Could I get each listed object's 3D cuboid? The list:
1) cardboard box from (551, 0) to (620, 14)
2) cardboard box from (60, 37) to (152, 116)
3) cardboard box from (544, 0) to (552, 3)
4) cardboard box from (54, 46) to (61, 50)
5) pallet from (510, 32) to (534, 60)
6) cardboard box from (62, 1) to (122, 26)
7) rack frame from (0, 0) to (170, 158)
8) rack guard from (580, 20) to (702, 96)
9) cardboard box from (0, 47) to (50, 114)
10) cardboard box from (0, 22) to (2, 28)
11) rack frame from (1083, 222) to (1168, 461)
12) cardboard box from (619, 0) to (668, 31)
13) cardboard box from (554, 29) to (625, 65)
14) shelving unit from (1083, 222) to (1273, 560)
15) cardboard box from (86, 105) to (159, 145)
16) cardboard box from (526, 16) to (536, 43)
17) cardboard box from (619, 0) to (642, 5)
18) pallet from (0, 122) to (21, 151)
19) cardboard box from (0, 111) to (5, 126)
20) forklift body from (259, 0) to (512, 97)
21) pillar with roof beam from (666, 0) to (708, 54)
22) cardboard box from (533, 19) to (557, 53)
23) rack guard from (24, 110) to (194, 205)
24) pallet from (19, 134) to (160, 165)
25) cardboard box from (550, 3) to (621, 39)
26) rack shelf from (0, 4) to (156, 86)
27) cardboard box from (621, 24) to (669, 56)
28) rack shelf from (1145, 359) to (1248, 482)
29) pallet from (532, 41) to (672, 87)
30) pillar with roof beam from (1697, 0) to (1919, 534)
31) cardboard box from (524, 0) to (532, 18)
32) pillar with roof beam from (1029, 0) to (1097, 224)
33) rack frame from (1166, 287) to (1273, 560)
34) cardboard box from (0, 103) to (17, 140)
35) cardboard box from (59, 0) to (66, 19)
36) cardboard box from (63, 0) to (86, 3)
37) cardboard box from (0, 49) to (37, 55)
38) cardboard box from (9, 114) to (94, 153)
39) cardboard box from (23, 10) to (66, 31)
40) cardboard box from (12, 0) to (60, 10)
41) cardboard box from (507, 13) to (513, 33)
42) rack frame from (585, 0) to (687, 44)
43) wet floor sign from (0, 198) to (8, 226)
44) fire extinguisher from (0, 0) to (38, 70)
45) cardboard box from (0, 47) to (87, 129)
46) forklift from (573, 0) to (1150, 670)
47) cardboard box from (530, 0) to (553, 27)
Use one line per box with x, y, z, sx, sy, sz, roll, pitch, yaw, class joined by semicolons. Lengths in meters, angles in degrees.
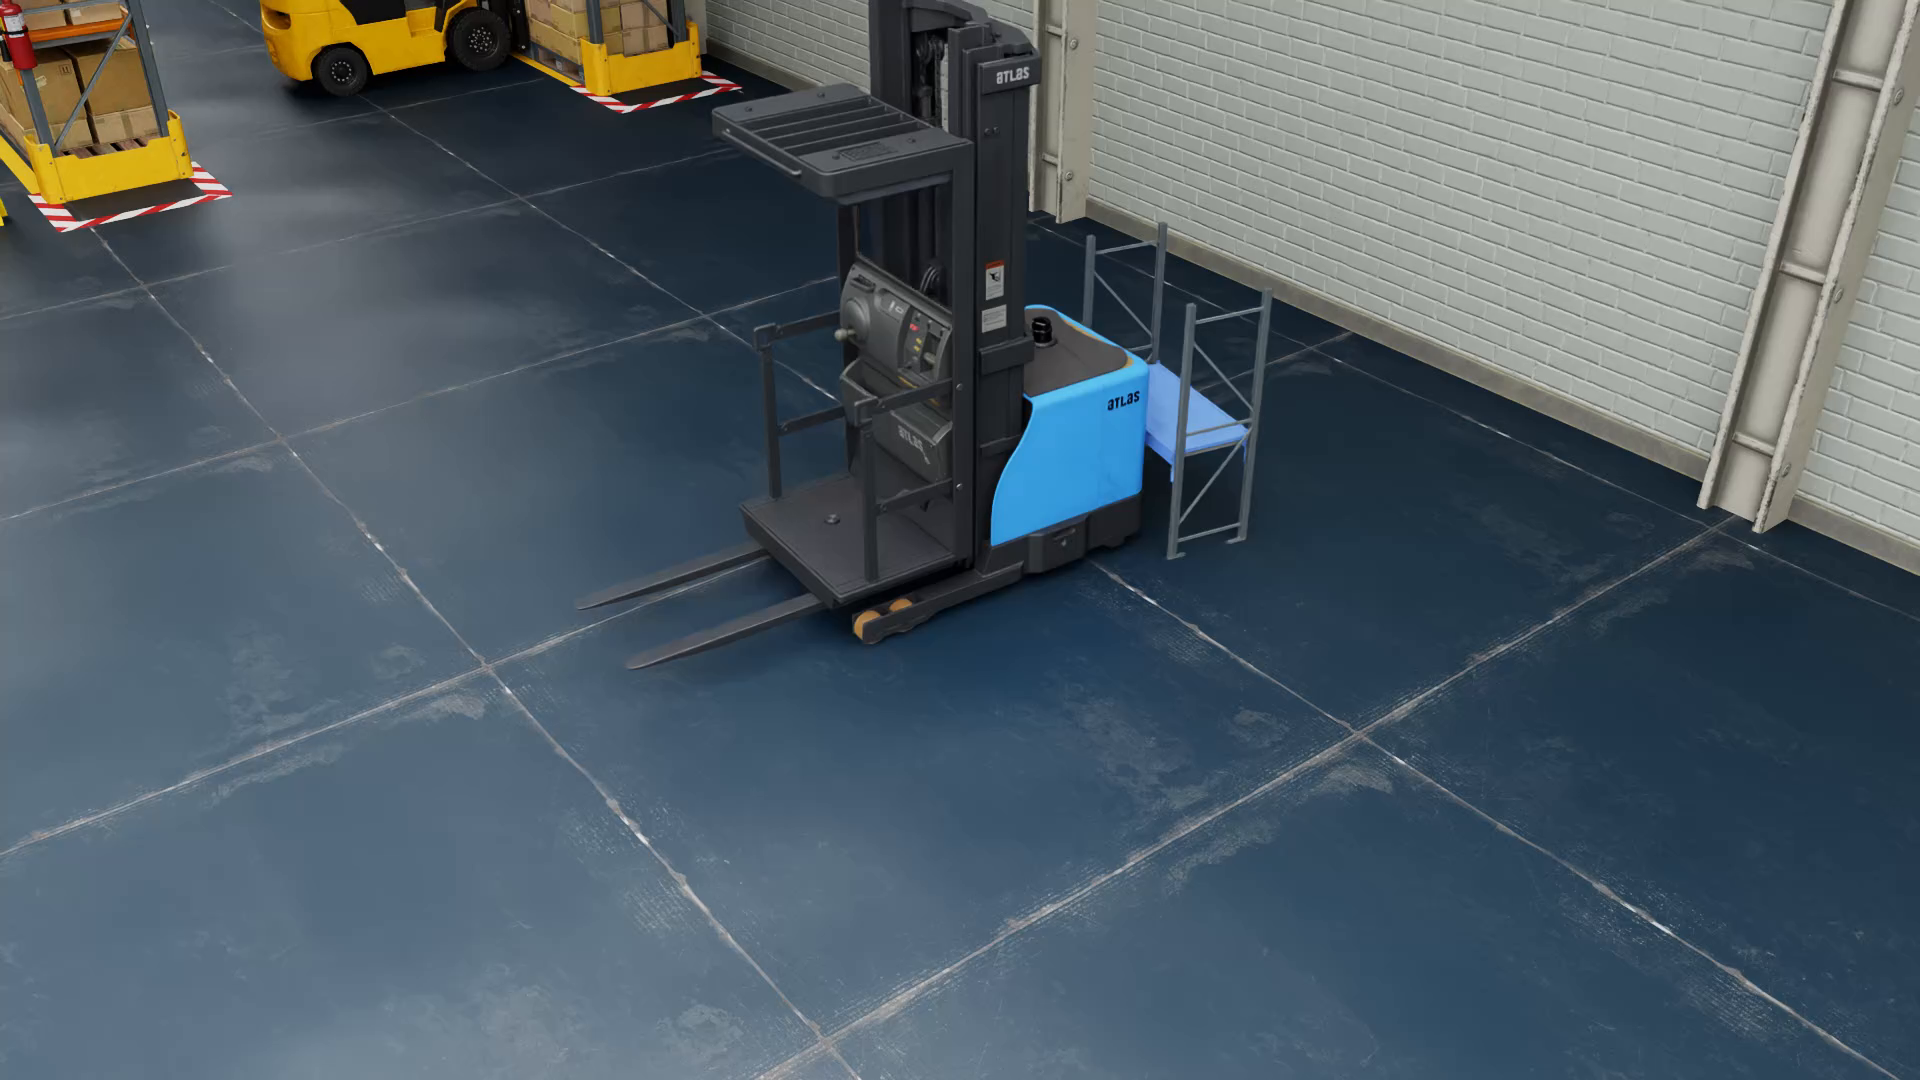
-3.693;-5.386;16.339;0.500;0.250;0.500;-21;37;-30;cardboard box
-7.374;-4.017;14.371;0.500;0.500;0.500;-24;39;-33;cardboard box
-4.011;-5.597;16.679;0.500;0.250;0.500;-22;38;-31;cardboard box
-7.698;-4.233;14.720;0.500;0.500;0.500;-24;39;-33;cardboard box
-4.410;-5.488;17.887;1.003;0.211;1.213;-22;38;-31;pallet
-7.128;-4.354;13.656;0.380;0.149;0.250;-22;38;-31;cardboard box
-7.083;-4.252;13.253;1.000;3.000;0.127;-22;38;-31;rack frame
-3.150;-4.788;16.485;1.175;0.500;0.348;-22;38;-31;rack guard
-8.103;-4.047;14.420;0.500;0.500;0.500;-21;37;-30;cardboard box
-7.724;-4.302;13.571;0.380;0.149;0.250;-23;38;-32;cardboard box
0.923;-1.074;9.558;0.500;1.500;0.032;-14;35;-22;rack frame
-3.289;-5.346;16.748;0.500;0.250;0.500;-21;38;-31;cardboard box
-3.702;-4.964;16.607;0.500;0.250;0.500;-22;38;-31;cardboard box
1.142;-0.832;9.168;0.538;1.500;1.048;-14;35;-22;shelving unit
-7.359;-3.688;14.553;0.500;0.250;0.500;-23;38;-32;cardboard box
-4.299;-5.385;17.286;0.500;0.250;0.500;-22;38;-31;cardboard box
-3.310;-5.556;16.614;0.500;0.250;0.500;-23;39;-32;cardboard box
-8.344;-3.957;15.422;1.003;0.211;1.213;-22;38;-31;pallet
-8.428;-3.947;14.970;0.500;0.250;0.500;-24;39;-33;cardboard box
-5.768;-5.699;16.388;2.313;2.155;1.214;-22;38;-31;forklift body
-6.280;-7.597;12.953;9.100;9.000;0.400;-22;38;-31;pillar with roof beam
-3.999;-5.174;16.946;0.500;0.250;0.500;-22;38;-31;cardboard box
-7.130;-3.222;13.964;1.175;0.500;0.348;-22;38;-31;rack guard
-7.600;-3.449;14.604;1.003;0.211;1.213;-22;38;-31;pallet
-3.710;-5.184;16.488;0.500;0.250;0.500;-23;38;-32;cardboard box
-8.309;-4.780;14.785;1.077;0.370;4.000;-22;38;-31;rack shelf
-3.311;-5.138;16.888;0.500;0.250;0.500;-22;38;-31;cardboard box
1.142;-0.679;9.263;0.538;0.185;1.000;-14;35;-22;rack shelf
-3.666;-4.980;17.069;1.003;0.211;1.213;-22;38;-31;pallet
1.079;-2.596;4.901;9.100;9.000;0.400;-22;38;-31;pillar with roof beam
-4.342;-5.605;17.166;0.500;0.250;0.500;-23;39;-32;cardboard box
-2.601;-5.097;8.927;9.100;9.000;0.400;-22;38;-31;pillar with roof beam
1.362;-0.590;8.779;0.500;1.500;0.032;-14;35;-22;rack frame
-8.103;-3.731;14.622;0.500;0.250;0.500;-22;38;-31;cardboard box
-7.294;-4.455;13.817;0.380;0.149;0.250;-22;38;-31;cardboard box
-7.154;-4.708;13.611;0.500;0.500;0.500;-23;39;-32;cardboard box
-8.058;-4.237;14.112;0.380;0.149;0.250;-21;38;-30;cardboard box
-7.806;-3.522;14.286;0.500;0.250;0.500;-22;38;-32;cardboard box
-7.481;-4.232;13.459;0.380;0.149;0.250;-21;37;-30;cardboard box
-7.633;-4.558;13.369;0.500;0.500;0.500;-23;39;-32;cardboard box
-4.635;-5.595;17.623;0.500;0.250;0.500;-21;38;-30;cardboard box
-3.164;-5.860;15.842;1.000;3.000;0.127;-22;38;-31;rack frame
-7.812;-2.827;13.190;0.267;0.644;0.232;-10;33;-15;wet floor sign
-7.377;-4.023;12.957;0.296;0.674;0.183;-22;38;-31;fire extinguisher
-7.780;-3.831;14.072;0.500;0.500;0.500;-22;38;-31;cardboard box
-0.495;-1.037;8.142;3.031;2.935;1.130;-20;37;-28;forklift
-4.009;-5.397;16.830;0.500;0.250;0.500;-23;38;-32;cardboard box
